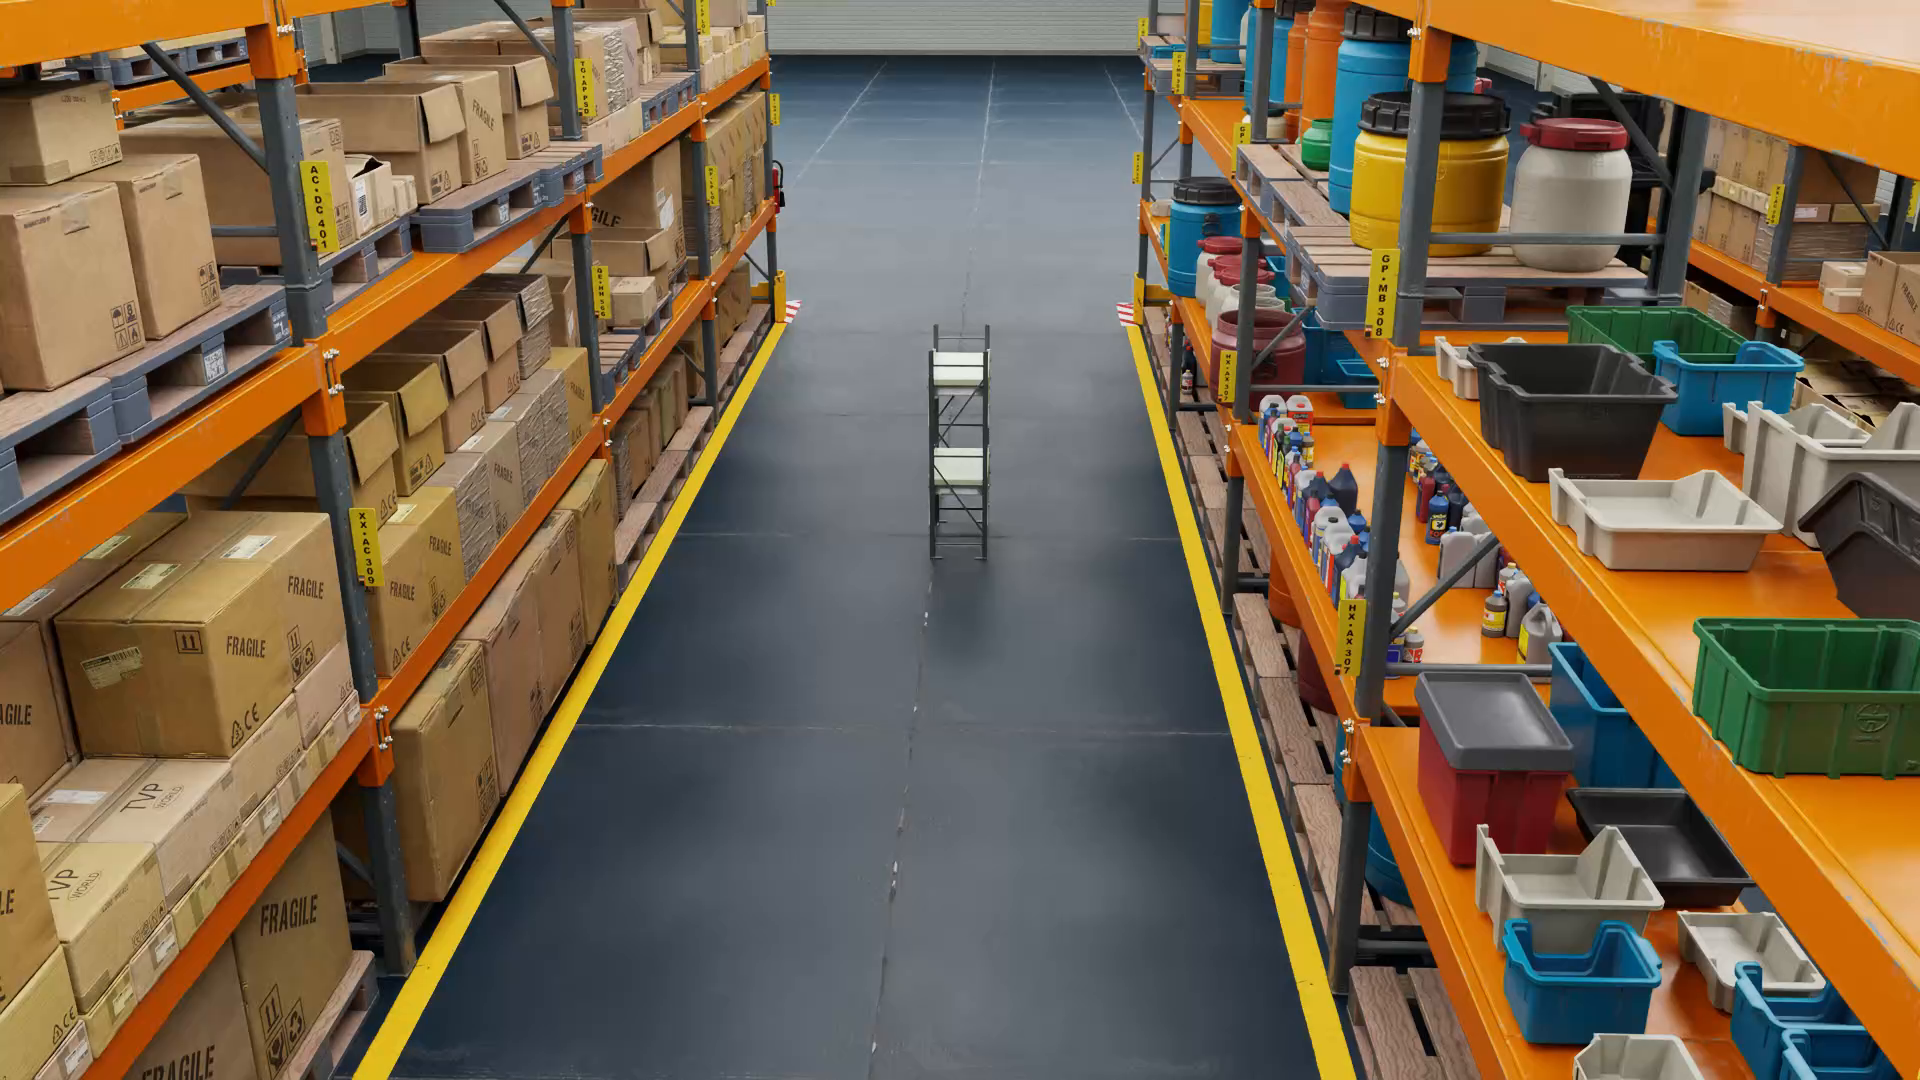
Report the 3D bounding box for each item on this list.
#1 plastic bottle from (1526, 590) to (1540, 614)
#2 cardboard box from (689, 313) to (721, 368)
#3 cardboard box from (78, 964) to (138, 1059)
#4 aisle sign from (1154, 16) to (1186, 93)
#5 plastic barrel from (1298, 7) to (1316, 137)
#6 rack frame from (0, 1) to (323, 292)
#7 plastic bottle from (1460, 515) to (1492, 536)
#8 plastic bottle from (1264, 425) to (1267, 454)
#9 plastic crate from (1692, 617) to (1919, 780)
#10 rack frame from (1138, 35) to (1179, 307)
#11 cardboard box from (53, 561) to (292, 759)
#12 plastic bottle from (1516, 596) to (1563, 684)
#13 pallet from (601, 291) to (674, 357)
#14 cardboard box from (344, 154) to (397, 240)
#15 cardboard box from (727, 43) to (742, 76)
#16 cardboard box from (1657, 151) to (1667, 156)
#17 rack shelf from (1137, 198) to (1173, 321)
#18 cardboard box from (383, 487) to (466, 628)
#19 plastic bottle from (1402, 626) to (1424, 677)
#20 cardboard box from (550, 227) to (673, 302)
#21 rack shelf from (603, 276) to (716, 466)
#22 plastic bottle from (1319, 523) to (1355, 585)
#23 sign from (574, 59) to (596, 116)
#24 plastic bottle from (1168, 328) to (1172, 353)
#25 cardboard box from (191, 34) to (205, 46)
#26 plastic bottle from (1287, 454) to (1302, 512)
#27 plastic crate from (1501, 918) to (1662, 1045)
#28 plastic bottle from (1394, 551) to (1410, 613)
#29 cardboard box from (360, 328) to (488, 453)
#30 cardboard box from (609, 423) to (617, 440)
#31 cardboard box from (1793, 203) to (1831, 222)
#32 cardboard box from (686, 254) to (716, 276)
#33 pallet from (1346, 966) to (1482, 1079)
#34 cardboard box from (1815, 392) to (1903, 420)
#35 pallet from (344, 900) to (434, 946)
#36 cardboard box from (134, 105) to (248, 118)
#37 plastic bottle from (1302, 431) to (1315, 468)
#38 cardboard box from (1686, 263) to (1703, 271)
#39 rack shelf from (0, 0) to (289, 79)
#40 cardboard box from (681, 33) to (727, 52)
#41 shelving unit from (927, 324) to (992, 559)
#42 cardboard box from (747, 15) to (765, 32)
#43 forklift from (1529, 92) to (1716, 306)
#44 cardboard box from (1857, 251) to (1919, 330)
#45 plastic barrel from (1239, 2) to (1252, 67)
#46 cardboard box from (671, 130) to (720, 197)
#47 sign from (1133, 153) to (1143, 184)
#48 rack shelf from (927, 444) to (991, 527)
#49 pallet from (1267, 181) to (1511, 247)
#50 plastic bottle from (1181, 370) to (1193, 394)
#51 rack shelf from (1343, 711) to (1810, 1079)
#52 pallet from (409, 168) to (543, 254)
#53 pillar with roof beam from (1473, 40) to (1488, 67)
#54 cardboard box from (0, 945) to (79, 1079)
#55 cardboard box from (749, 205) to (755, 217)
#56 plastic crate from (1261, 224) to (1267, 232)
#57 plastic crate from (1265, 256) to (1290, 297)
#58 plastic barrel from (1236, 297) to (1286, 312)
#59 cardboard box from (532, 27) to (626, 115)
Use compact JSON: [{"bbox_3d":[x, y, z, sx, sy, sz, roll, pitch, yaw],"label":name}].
[{"bbox_3d":[2.507,0.326,7.220,0.097,0.271,0.097,0,21,0],"label":"plastic bottle"},{"bbox_3d":[-2.568,-1.810,15.421,0.500,0.500,0.500,8,22,19],"label":"cardboard box"},{"bbox_3d":[-2.609,1.347,4.758,0.380,0.149,0.250,0,21,0],"label":"cardboard box"},{"bbox_3d":[2.152,-5.061,17.332,0.394,0.787,0.004,1,21,2],"label":"aisle sign"},{"bbox_3d":[2.441,-2.854,10.398,0.600,0.901,0.600,0,21,0],"label":"plastic barrel"},{"bbox_3d":[-2.873,-2.332,5.600,1.000,3.000,0.127,1,21,2],"label":"rack frame"},{"bbox_3d":[2.508,-0.005,8.066,0.152,0.276,0.135,1,21,2],"label":"plastic bottle"},{"bbox_3d":[1.829,-0.605,9.716,0.097,0.201,0.097,0,21,0],"label":"plastic bottle"},{"bbox_3d":[1.700,0.306,3.240,0.450,0.188,0.336,1,21,2],"label":"plastic crate"},{"bbox_3d":[2.443,-3.820,17.727,1.000,3.000,0.127,1,21,2],"label":"rack frame"},{"bbox_3d":[-2.639,0.396,5.620,0.500,0.500,0.500,1,21,2],"label":"cardboard box"},{"bbox_3d":[2.413,0.404,6.910,0.144,0.351,0.185,1,21,2],"label":"plastic bottle"},{"bbox_3d":[-2.732,-1.608,12.293,1.003,0.211,1.213,1,21,2],"label":"pallet"},{"bbox_3d":[-2.750,-1.484,7.102,0.500,0.311,0.500,0,21,0],"label":"cardboard box"},{"bbox_3d":[-2.315,-4.478,15.484,0.500,0.250,0.500,0,21,1],"label":"cardboard box"},{"bbox_3d":[7.152,-3.788,16.609,0.380,0.149,0.250,1,21,2],"label":"cardboard box"},{"bbox_3d":[2.382,-2.761,15.993,1.077,0.370,4.000,1,21,2],"label":"rack shelf"},{"bbox_3d":[-2.595,0.073,7.557,0.500,0.500,0.500,1,21,2],"label":"cardboard box"},{"bbox_3d":[1.892,0.460,6.971,0.097,0.201,0.097,0,21,0],"label":"plastic bottle"},{"bbox_3d":[-2.590,-2.044,12.427,0.797,0.503,0.637,3,21,7],"label":"cardboard box"},{"bbox_3d":[-2.691,-1.369,12.406,1.077,0.370,4.000,1,21,2],"label":"rack shelf"},{"bbox_3d":[1.797,0.068,7.879,0.152,0.276,0.135,1,21,2],"label":"plastic bottle"},{"bbox_3d":[-2.197,-2.649,9.739,0.100,0.325,0.005,1,21,2],"label":"sign"},{"bbox_3d":[2.062,-1.941,16.047,0.097,0.271,0.097,0,21,0],"label":"plastic bottle"},{"bbox_3d":[-7.197,-4.631,15.300,0.380,0.149,0.250,1,21,2],"label":"cardboard box"},{"bbox_3d":[1.782,-0.303,8.823,0.061,0.283,0.133,1,21,2],"label":"plastic bottle"},{"bbox_3d":[1.762,1.270,4.758,0.416,0.233,0.300,1,21,2],"label":"plastic crate"},{"bbox_3d":[1.923,0.208,7.415,0.144,0.351,0.185,1,21,2],"label":"plastic bottle"},{"bbox_3d":[-2.826,-0.754,8.300,0.797,0.503,0.637,1,21,3],"label":"cardboard box"},{"bbox_3d":[-2.755,-0.806,11.769,0.500,0.250,0.500,3,21,8],"label":"cardboard box"},{"bbox_3d":[7.066,-2.767,13.979,0.380,0.149,0.250,1,21,2],"label":"cardboard box"},{"bbox_3d":[-2.323,-2.385,14.377,0.380,0.149,0.250,1,21,2],"label":"cardboard box"},{"bbox_3d":[2.094,2.085,6.363,1.003,0.211,1.213,1,21,2],"label":"pallet"},{"bbox_3d":[6.975,-0.978,12.849,0.500,0.311,0.500,0,21,0],"label":"cardboard box"},{"bbox_3d":[-2.925,1.485,7.911,1.003,0.211,1.213,1,21,2],"label":"pallet"},{"bbox_3d":[-7.590,-4.004,16.502,0.875,0.550,0.550,1,21,2],"label":"cardboard box"},{"bbox_3d":[1.974,-0.520,9.496,0.097,0.201,0.097,0,21,0],"label":"plastic bottle"},{"bbox_3d":[7.139,-2.474,16.443,0.500,0.500,0.500,1,21,2],"label":"cardboard box"},{"bbox_3d":[-2.934,-1.087,3.939,1.077,0.370,4.000,1,21,2],"label":"rack shelf"},{"bbox_3d":[-2.283,-4.436,14.824,0.380,0.149,0.250,0,21,1],"label":"cardboard box"},{"bbox_3d":[0.000,-0.702,11.764,0.431,1.500,0.755,1,21,2],"label":"shelving unit"},{"bbox_3d":[-2.205,-5.285,17.012,0.380,0.149,0.250,1,21,2],"label":"cardboard box"},{"bbox_3d":[4.911,-1.853,12.753,1.130,2.935,3.031,0,21,0],"label":"forklift"},{"bbox_3d":[7.216,-1.896,12.631,0.500,0.500,0.500,2,21,6],"label":"cardboard box"},{"bbox_3d":[2.530,-4.173,13.756,0.421,0.512,0.421,0,21,0],"label":"plastic barrel"},{"bbox_3d":[-2.362,-3.239,14.299,0.500,0.500,0.500,1,21,2],"label":"cardboard box"},{"bbox_3d":[1.893,-3.956,17.696,0.100,0.325,0.005,1,21,2],"label":"sign"},{"bbox_3d":[0.000,-0.398,11.882,0.431,0.370,0.720,1,21,2],"label":"rack shelf"},{"bbox_3d":[2.035,-1.486,7.826,1.003,0.211,1.213,1,21,2],"label":"pallet"},{"bbox_3d":[2.020,-1.409,14.773,0.097,0.201,0.097,0,21,0],"label":"plastic bottle"},{"bbox_3d":[2.017,1.578,4.811,1.077,0.370,4.000,1,21,2],"label":"rack shelf"},{"bbox_3d":[-2.749,-1.654,8.260,1.003,0.211,1.213,2,21,4],"label":"pallet"},{"bbox_3d":[9.798,-17.139,43.761,9.100,9.000,0.400,1,21,2],"label":"pillar with roof beam"},{"bbox_3d":[-2.682,1.302,4.323,0.500,0.250,0.500,0,21,0],"label":"cardboard box"},{"bbox_3d":[-2.298,-3.380,16.941,0.380,0.149,0.250,1,21,2],"label":"cardboard box"},{"bbox_3d":[2.644,-2.762,15.295,0.450,0.188,0.662,1,21,2],"label":"plastic crate"},{"bbox_3d":[2.598,-1.964,12.965,0.392,0.384,0.575,1,21,2],"label":"plastic crate"},{"bbox_3d":[2.017,-1.354,11.216,0.421,0.512,0.421,0,21,0],"label":"plastic barrel"},{"bbox_3d":[-2.461,-3.010,10.664,0.500,0.500,0.500,1,21,2],"label":"cardboard box"}]
